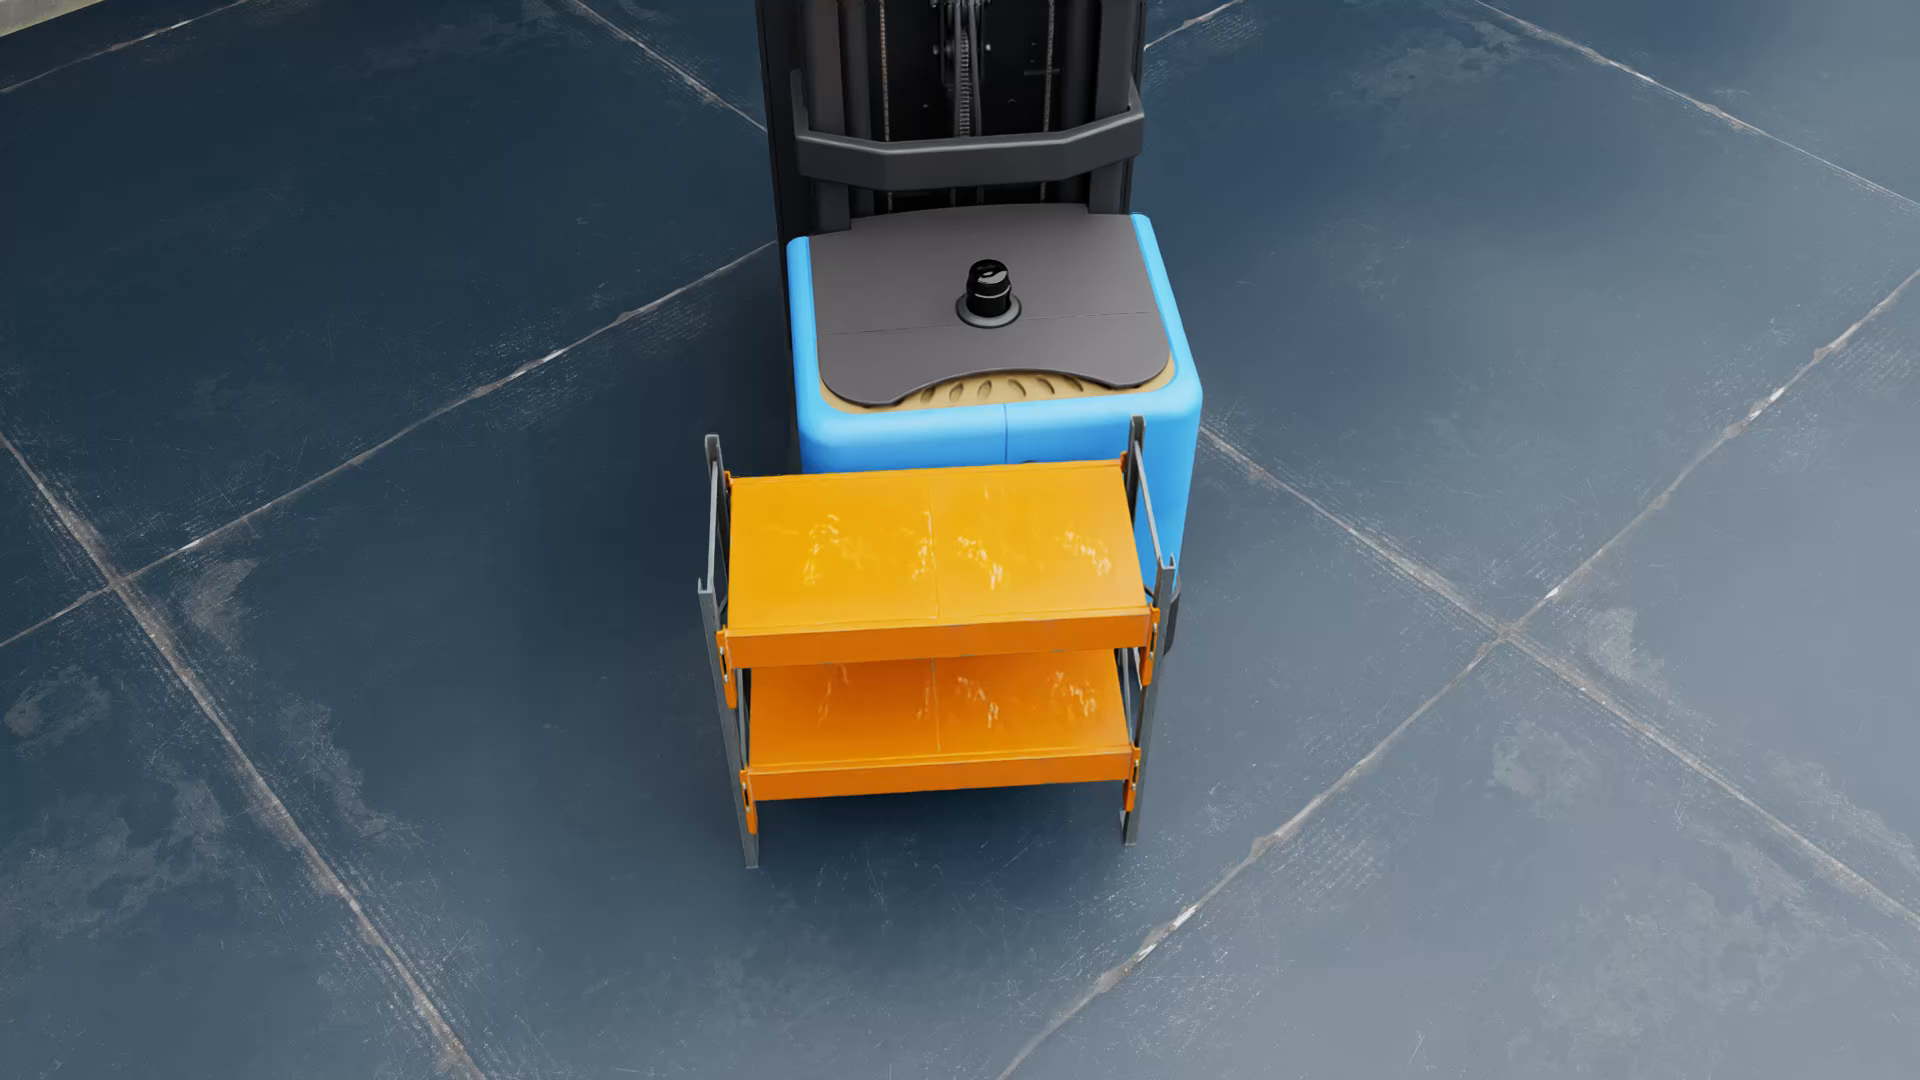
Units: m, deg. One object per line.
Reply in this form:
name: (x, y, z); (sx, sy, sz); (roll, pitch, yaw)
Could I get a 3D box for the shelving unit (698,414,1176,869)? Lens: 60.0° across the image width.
shelving unit: (-0.064, 0.287, 4.220); (1.048, 1.125, 0.538); (-3, 47, -3)

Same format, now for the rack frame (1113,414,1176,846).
rack frame: (0.443, 0.261, 4.243); (0.032, 1.125, 0.500); (-3, 47, -3)

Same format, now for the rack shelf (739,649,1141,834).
rack shelf: (-0.064, 0.453, 4.399); (1.000, 0.278, 0.538); (-3, 47, -3)

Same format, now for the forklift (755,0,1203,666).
forklift: (-0.050, -1.659, 4.787); (1.130, 2.935, 3.031); (-5, 47, -4)

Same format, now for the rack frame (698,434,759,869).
rack frame: (-0.572, 0.313, 4.196); (0.032, 1.125, 0.500); (-3, 47, -3)

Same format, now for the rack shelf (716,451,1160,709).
rack shelf: (-0.064, 0.089, 4.004); (1.000, 0.278, 0.538); (-3, 47, -3)
